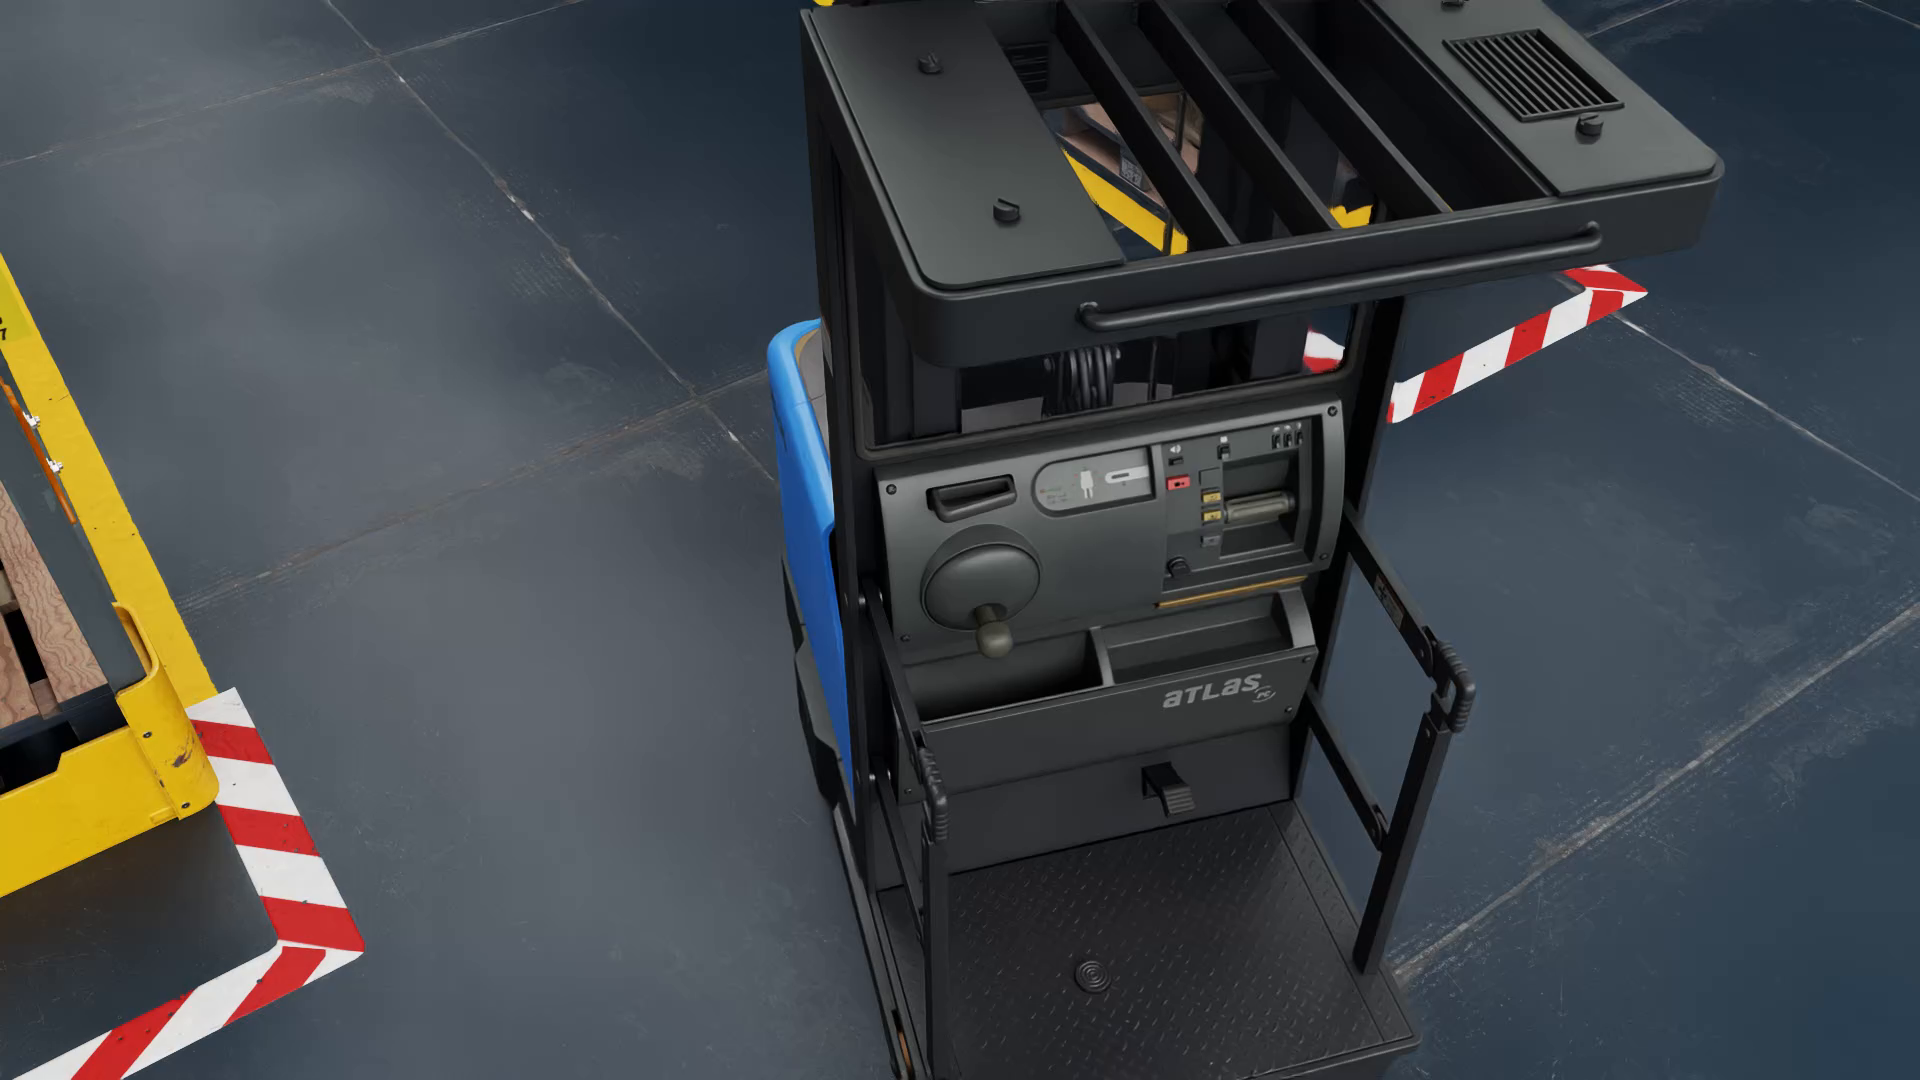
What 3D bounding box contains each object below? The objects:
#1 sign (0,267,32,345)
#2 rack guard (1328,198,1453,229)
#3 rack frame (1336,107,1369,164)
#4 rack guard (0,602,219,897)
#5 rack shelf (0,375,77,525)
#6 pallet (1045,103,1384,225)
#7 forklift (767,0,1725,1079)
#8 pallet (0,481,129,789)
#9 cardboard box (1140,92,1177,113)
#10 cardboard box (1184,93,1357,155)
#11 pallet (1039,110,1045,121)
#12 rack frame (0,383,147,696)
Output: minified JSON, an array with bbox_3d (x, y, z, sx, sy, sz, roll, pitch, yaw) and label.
[{"bbox_3d":[-2.036,-0.541,3.443,0.100,0.325,0.005,-26,49,-24],"label":"sign"},{"bbox_3d":[1.530,-1.321,6.272,1.175,0.500,0.348,-26,49,-24],"label":"rack guard"},{"bbox_3d":[1.573,-2.182,5.364,1.000,3.000,0.127,-26,49,-24],"label":"rack frame"},{"bbox_3d":[-2.571,0.654,4.203,1.175,0.500,0.348,-26,49,-24],"label":"rack guard"},{"bbox_3d":[-3.633,-1.098,4.749,1.077,0.370,4.000,-26,49,-24],"label":"rack shelf"},{"bbox_3d":[1.094,-1.691,6.868,1.003,0.211,1.213,-26,49,-24],"label":"pallet"},{"bbox_3d":[0.362,0.062,3.063,1.130,2.935,3.031,-10,45,-11],"label":"forklift"},{"bbox_3d":[-3.032,0.296,4.787,1.003,0.211,1.213,-26,49,-24],"label":"pallet"},{"bbox_3d":[0.860,-2.115,6.800,0.500,0.500,0.500,-14,45,-14],"label":"cardboard box"},{"bbox_3d":[1.230,-1.790,6.459,0.500,0.500,0.500,-17,46,-17],"label":"cardboard box"},{"bbox_3d":[0.400,-2.381,7.591,1.003,0.211,1.213,-26,49,-24],"label":"pallet"},{"bbox_3d":[-2.489,-0.226,3.314,1.000,3.000,0.127,-26,49,-24],"label":"rack frame"}]
